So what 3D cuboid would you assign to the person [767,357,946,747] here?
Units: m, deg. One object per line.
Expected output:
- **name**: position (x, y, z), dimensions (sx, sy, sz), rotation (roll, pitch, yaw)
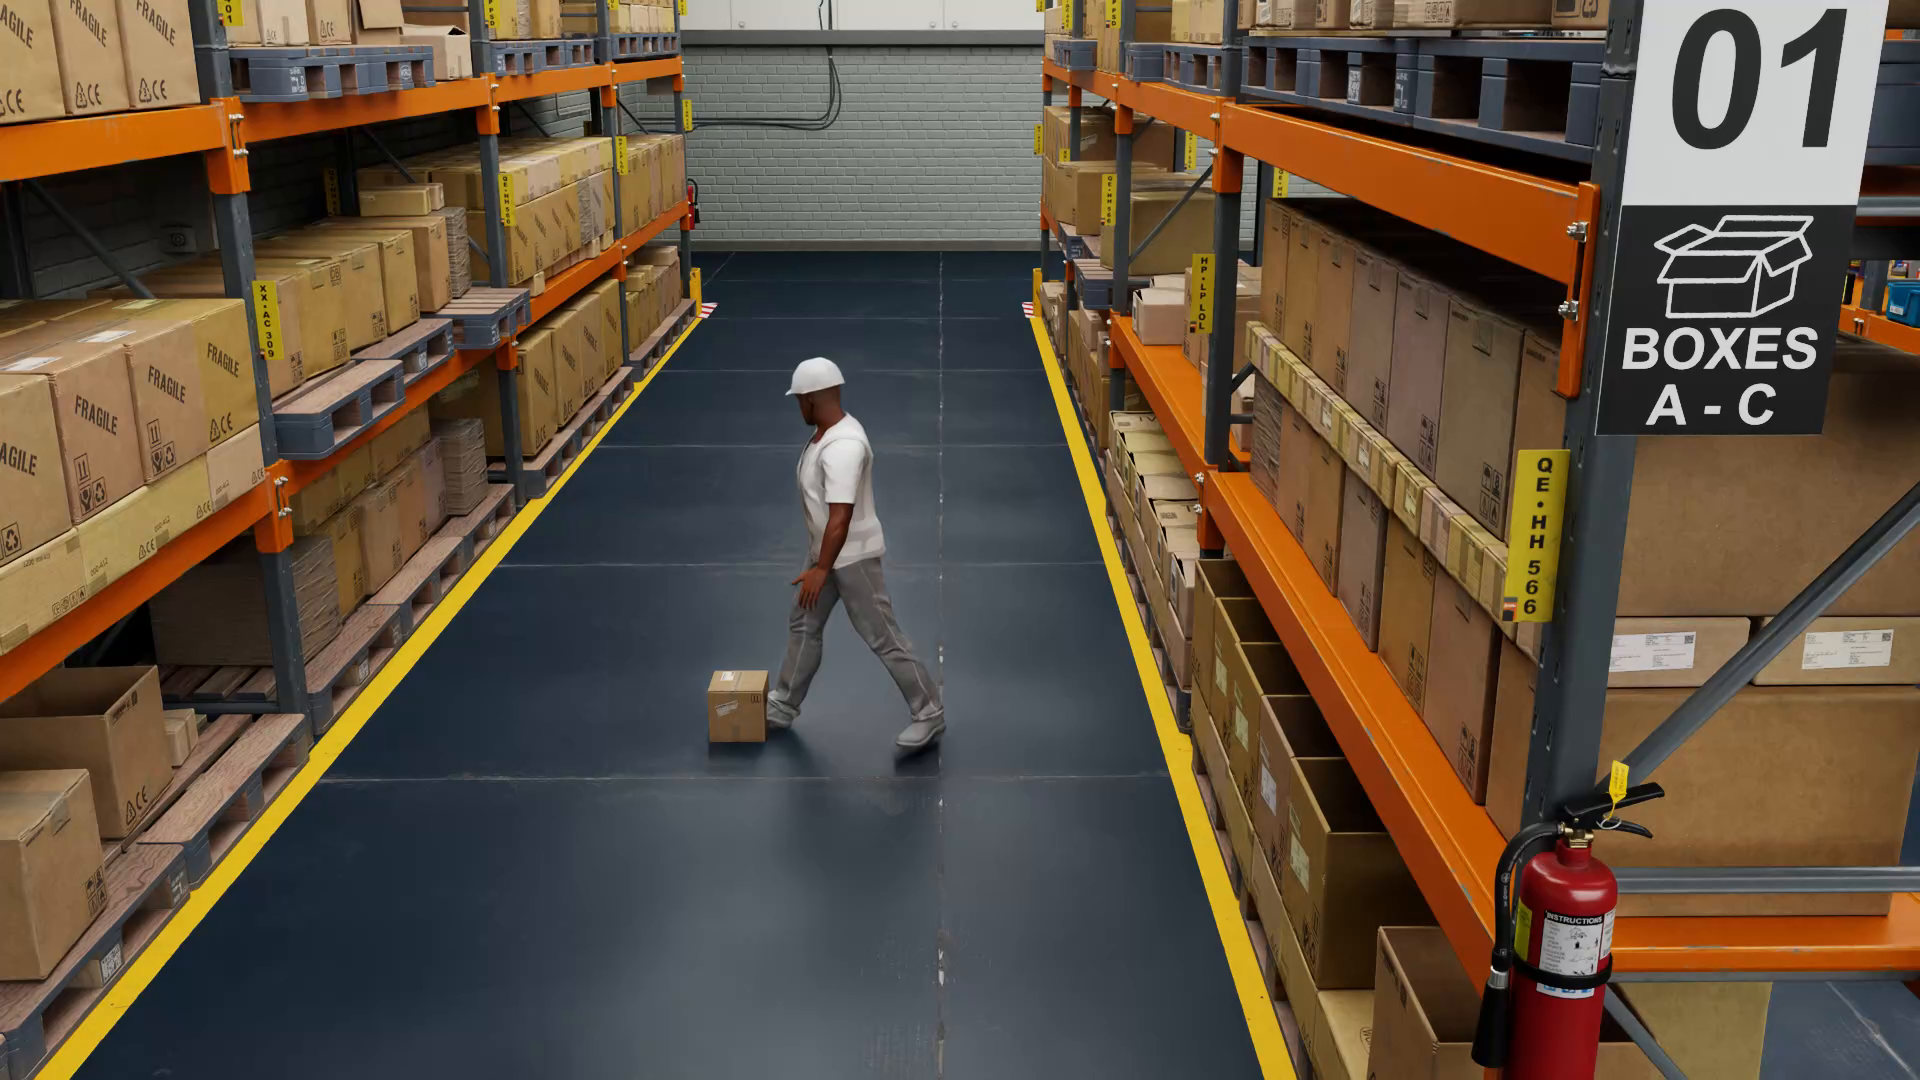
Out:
- **person**: position (-0.553, 0.065, 7.322), dimensions (0.918, 1.736, 0.659), rotation (-5, 18, -16)
